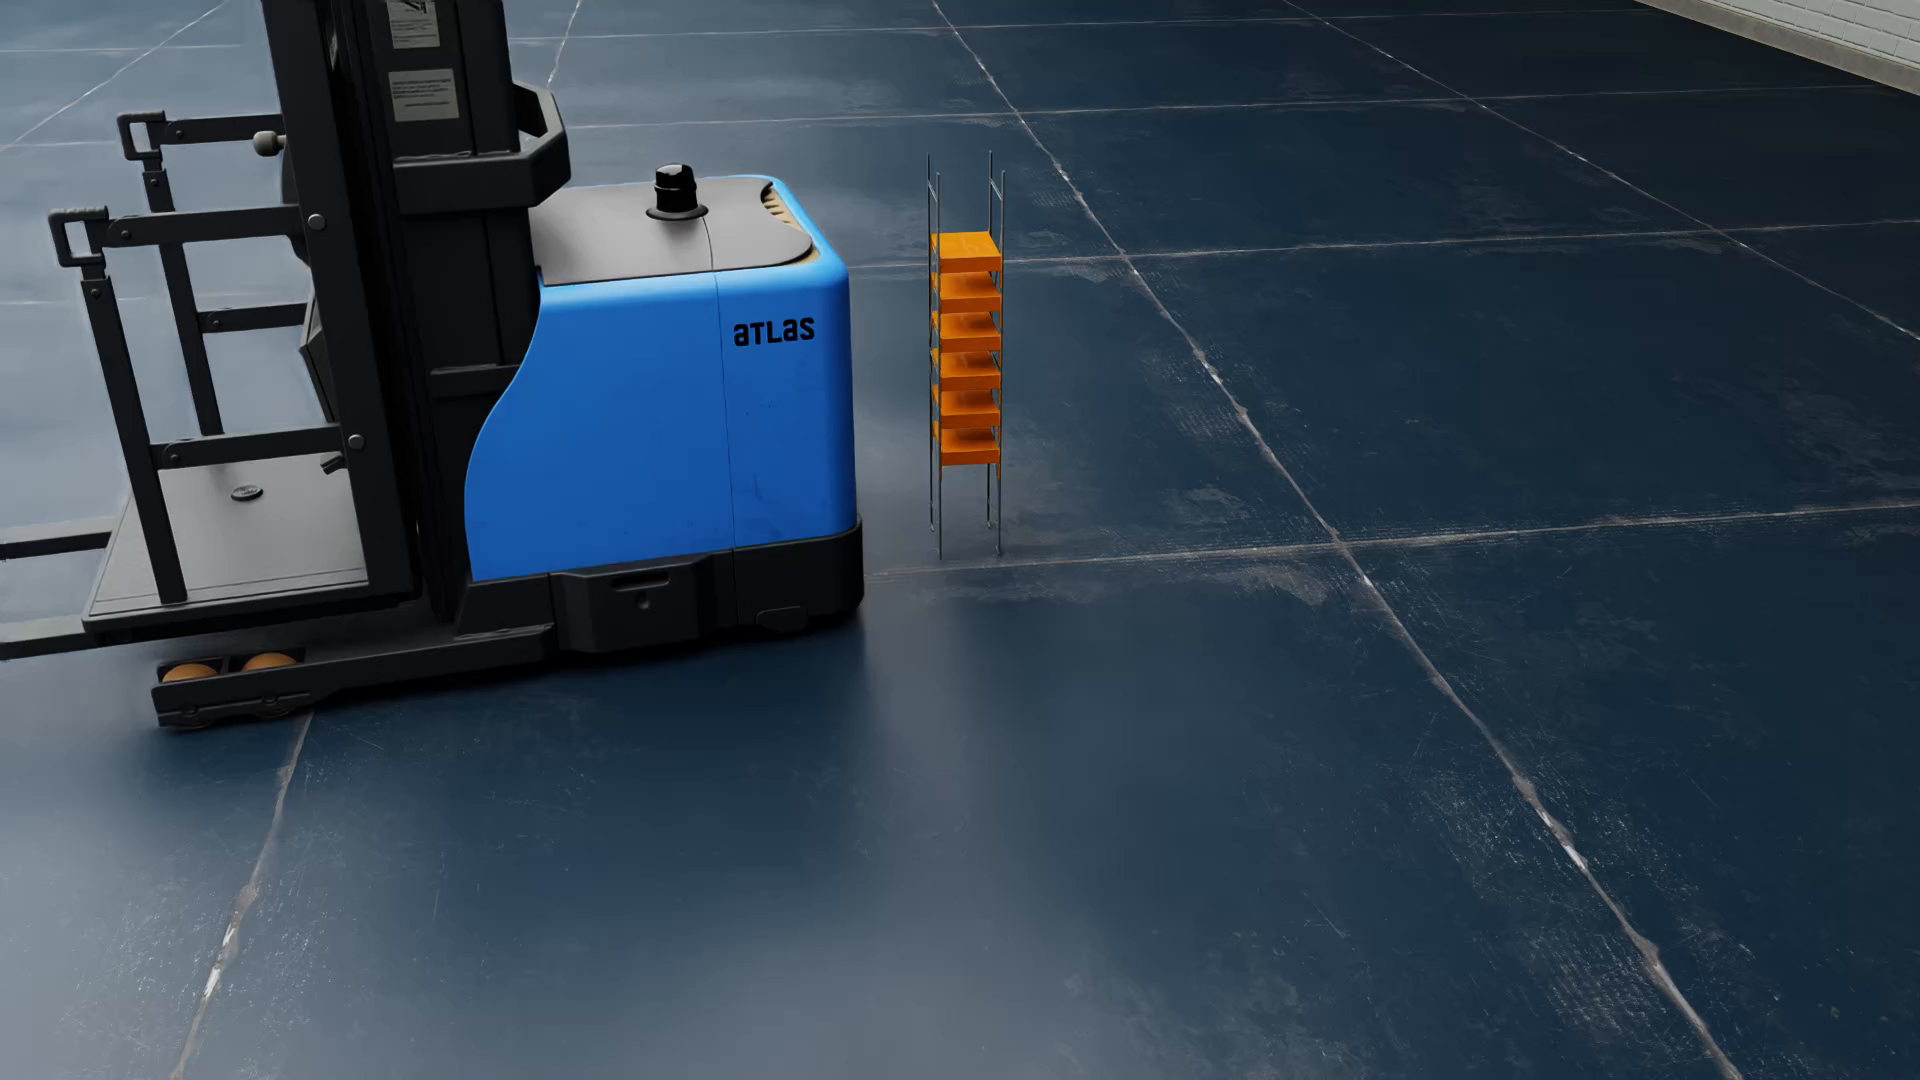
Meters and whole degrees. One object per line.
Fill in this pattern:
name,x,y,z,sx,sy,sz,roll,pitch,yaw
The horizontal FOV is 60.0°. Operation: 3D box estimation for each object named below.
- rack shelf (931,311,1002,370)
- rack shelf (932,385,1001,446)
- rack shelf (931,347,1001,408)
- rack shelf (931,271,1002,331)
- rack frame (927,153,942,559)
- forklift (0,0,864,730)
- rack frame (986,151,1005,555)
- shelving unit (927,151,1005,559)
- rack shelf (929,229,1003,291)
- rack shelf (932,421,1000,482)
rack shelf,0.014,-0.602,4.943,0.180,0.103,0.258,-4,27,-7
rack shelf,0.014,-0.388,5.053,0.180,0.103,0.258,-4,27,-7
rack shelf,0.014,-0.495,4.998,0.180,0.103,0.258,-4,27,-7
rack shelf,0.014,-0.709,4.889,0.180,0.103,0.258,-4,27,-7
rack frame,-0.076,-0.529,4.967,0.006,1.200,0.240,-4,27,-7
forklift,-1.852,-1.083,4.151,3.031,2.935,1.130,-8,28,-14
rack frame,0.105,-0.541,4.989,0.006,1.200,0.240,-4,27,-7
shelving unit,0.014,-0.535,4.978,0.189,1.200,0.258,-4,27,-7
rack shelf,0.014,-0.816,4.834,0.180,0.103,0.258,-4,27,-7
rack shelf,0.014,-0.282,5.108,0.180,0.103,0.258,-4,27,-7
